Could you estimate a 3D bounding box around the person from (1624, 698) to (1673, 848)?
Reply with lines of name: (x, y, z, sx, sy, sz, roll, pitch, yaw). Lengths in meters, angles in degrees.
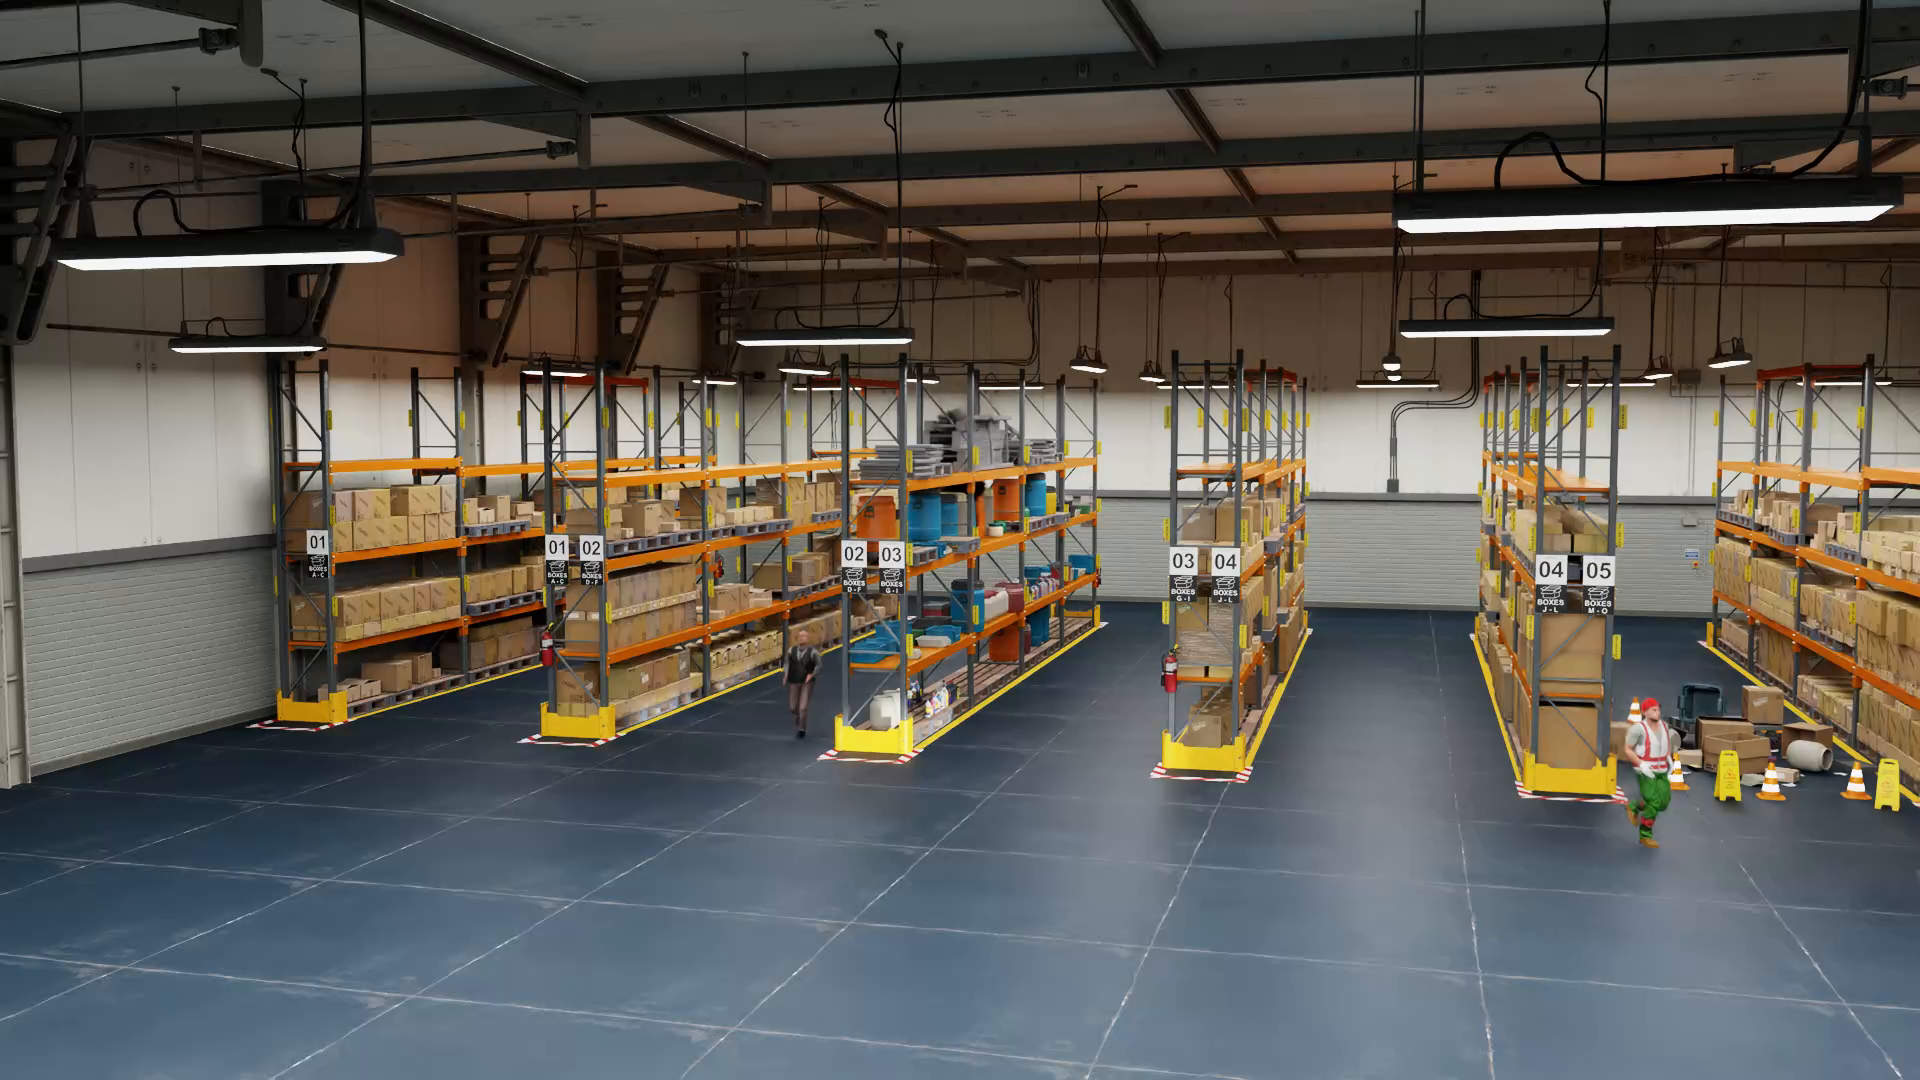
person: (8.114, 2.725, 19.662, 0.665, 1.761, 0.667, -1, 4, -19)

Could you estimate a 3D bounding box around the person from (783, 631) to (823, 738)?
person: (-2.502, 2.271, 26.354, 0.650, 1.662, 0.602, 1, 4, 9)
